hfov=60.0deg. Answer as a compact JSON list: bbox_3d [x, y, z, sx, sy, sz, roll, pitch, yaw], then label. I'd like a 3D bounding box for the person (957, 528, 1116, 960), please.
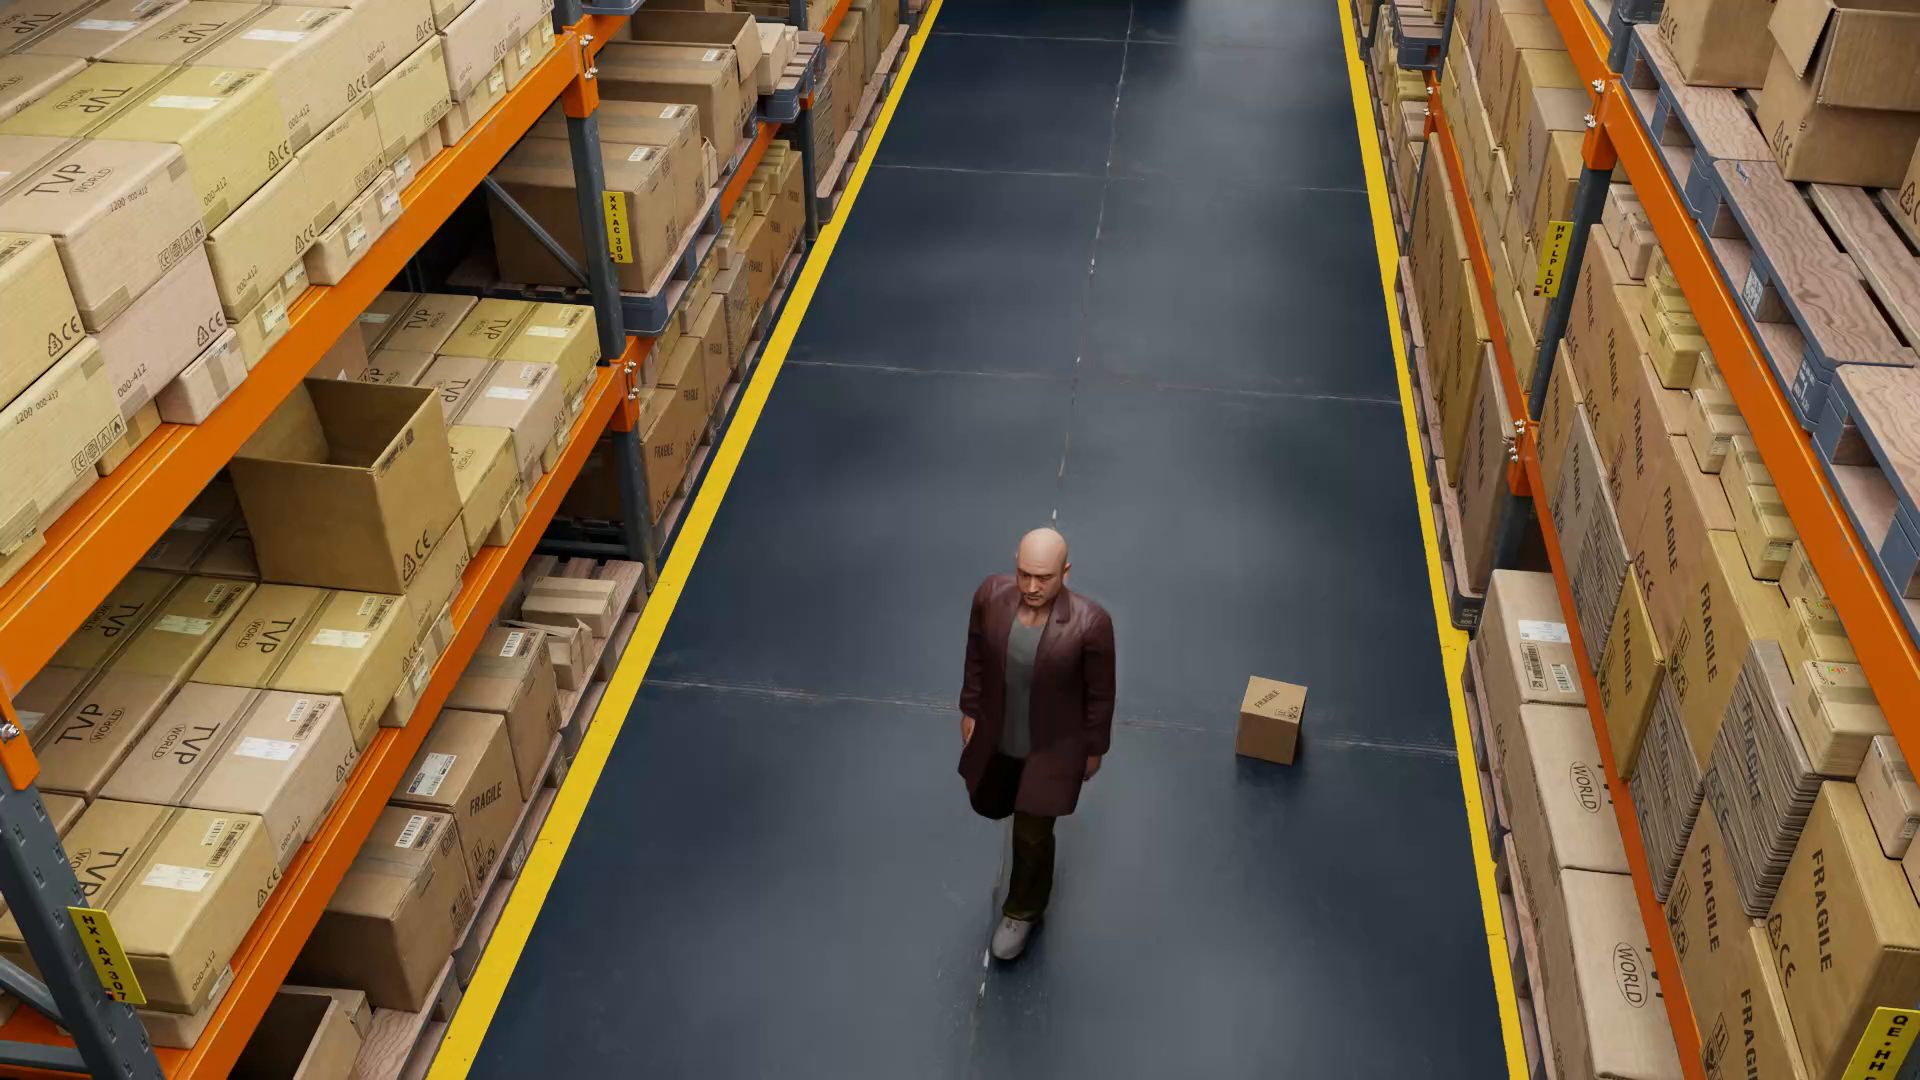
[{"bbox_3d":[0.281,0.667,6.097,0.590,1.758,0.832,18,39,23],"label":"person"}]
